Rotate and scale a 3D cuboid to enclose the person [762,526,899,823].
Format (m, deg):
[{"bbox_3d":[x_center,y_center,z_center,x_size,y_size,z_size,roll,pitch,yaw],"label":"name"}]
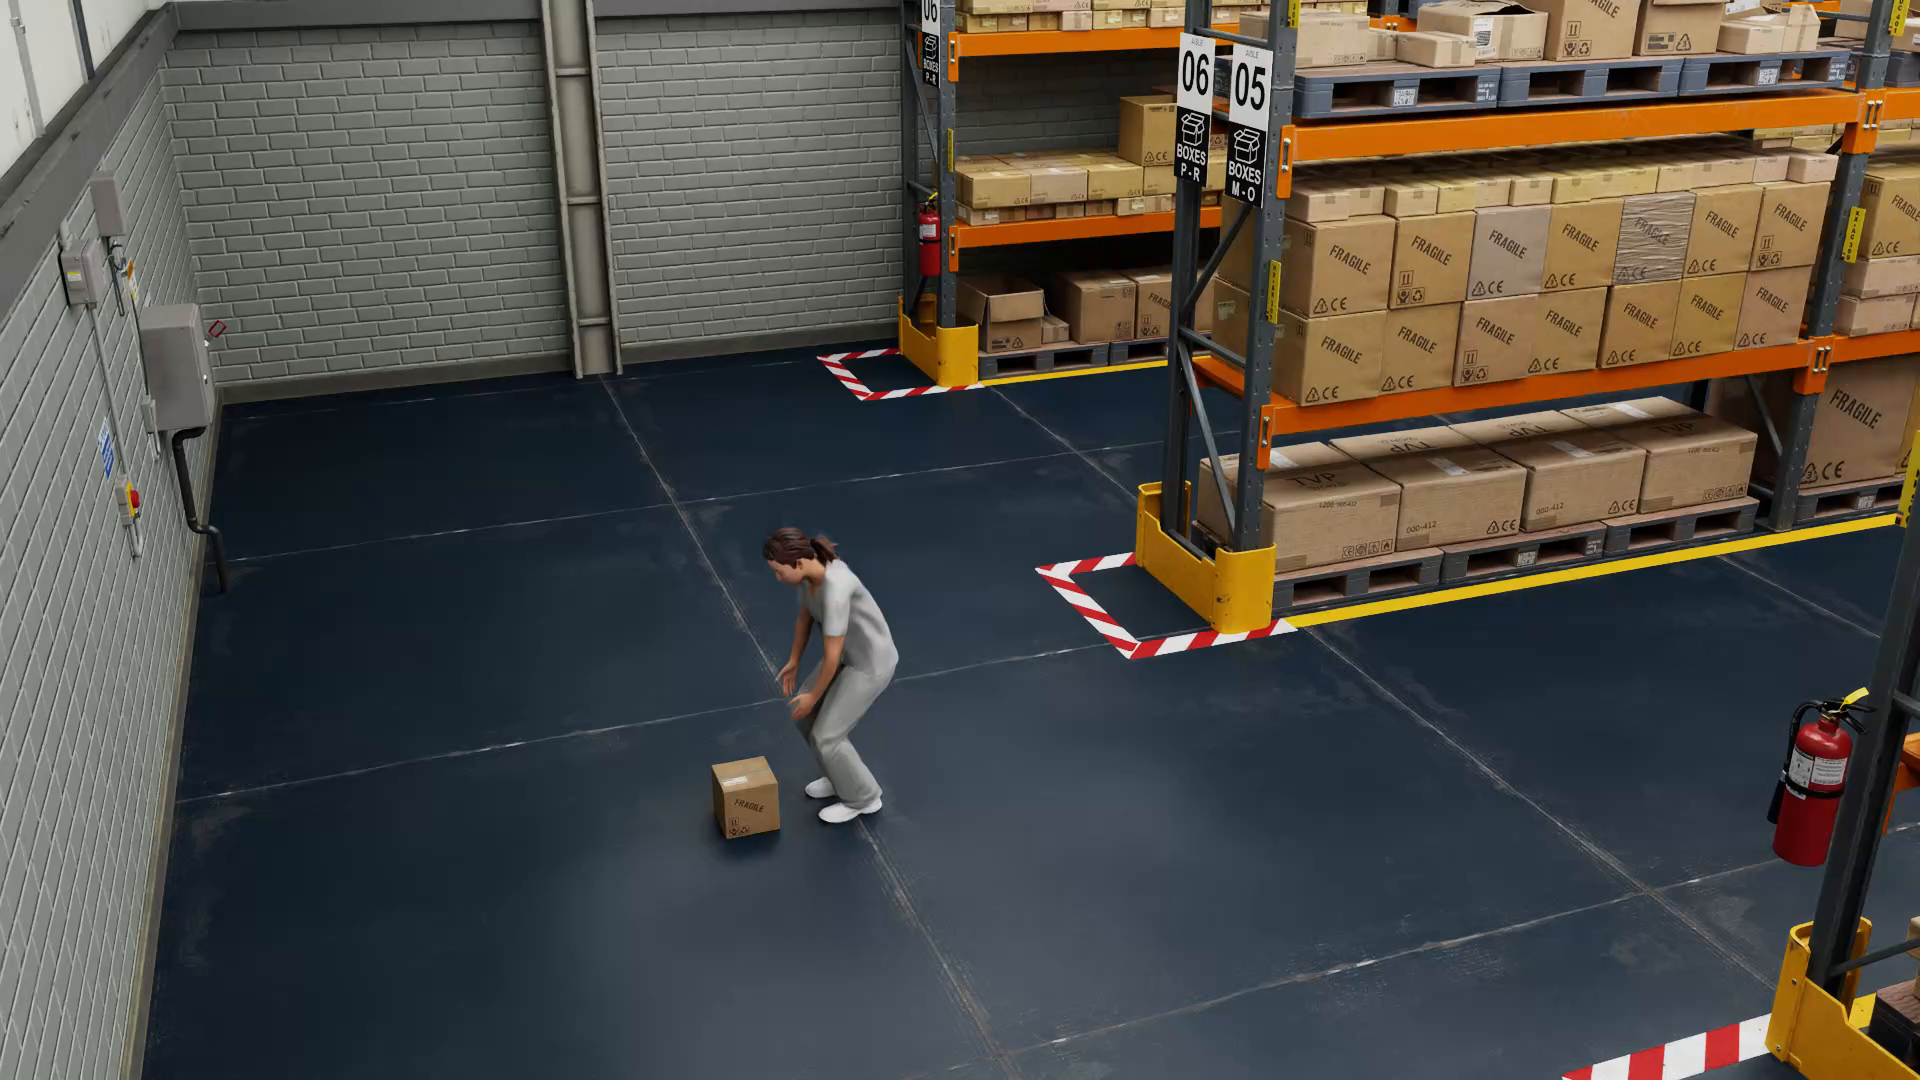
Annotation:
[{"bbox_3d":[-0.572,0.587,7.498,0.593,1.444,0.489,-8,24,-19],"label":"person"}]
